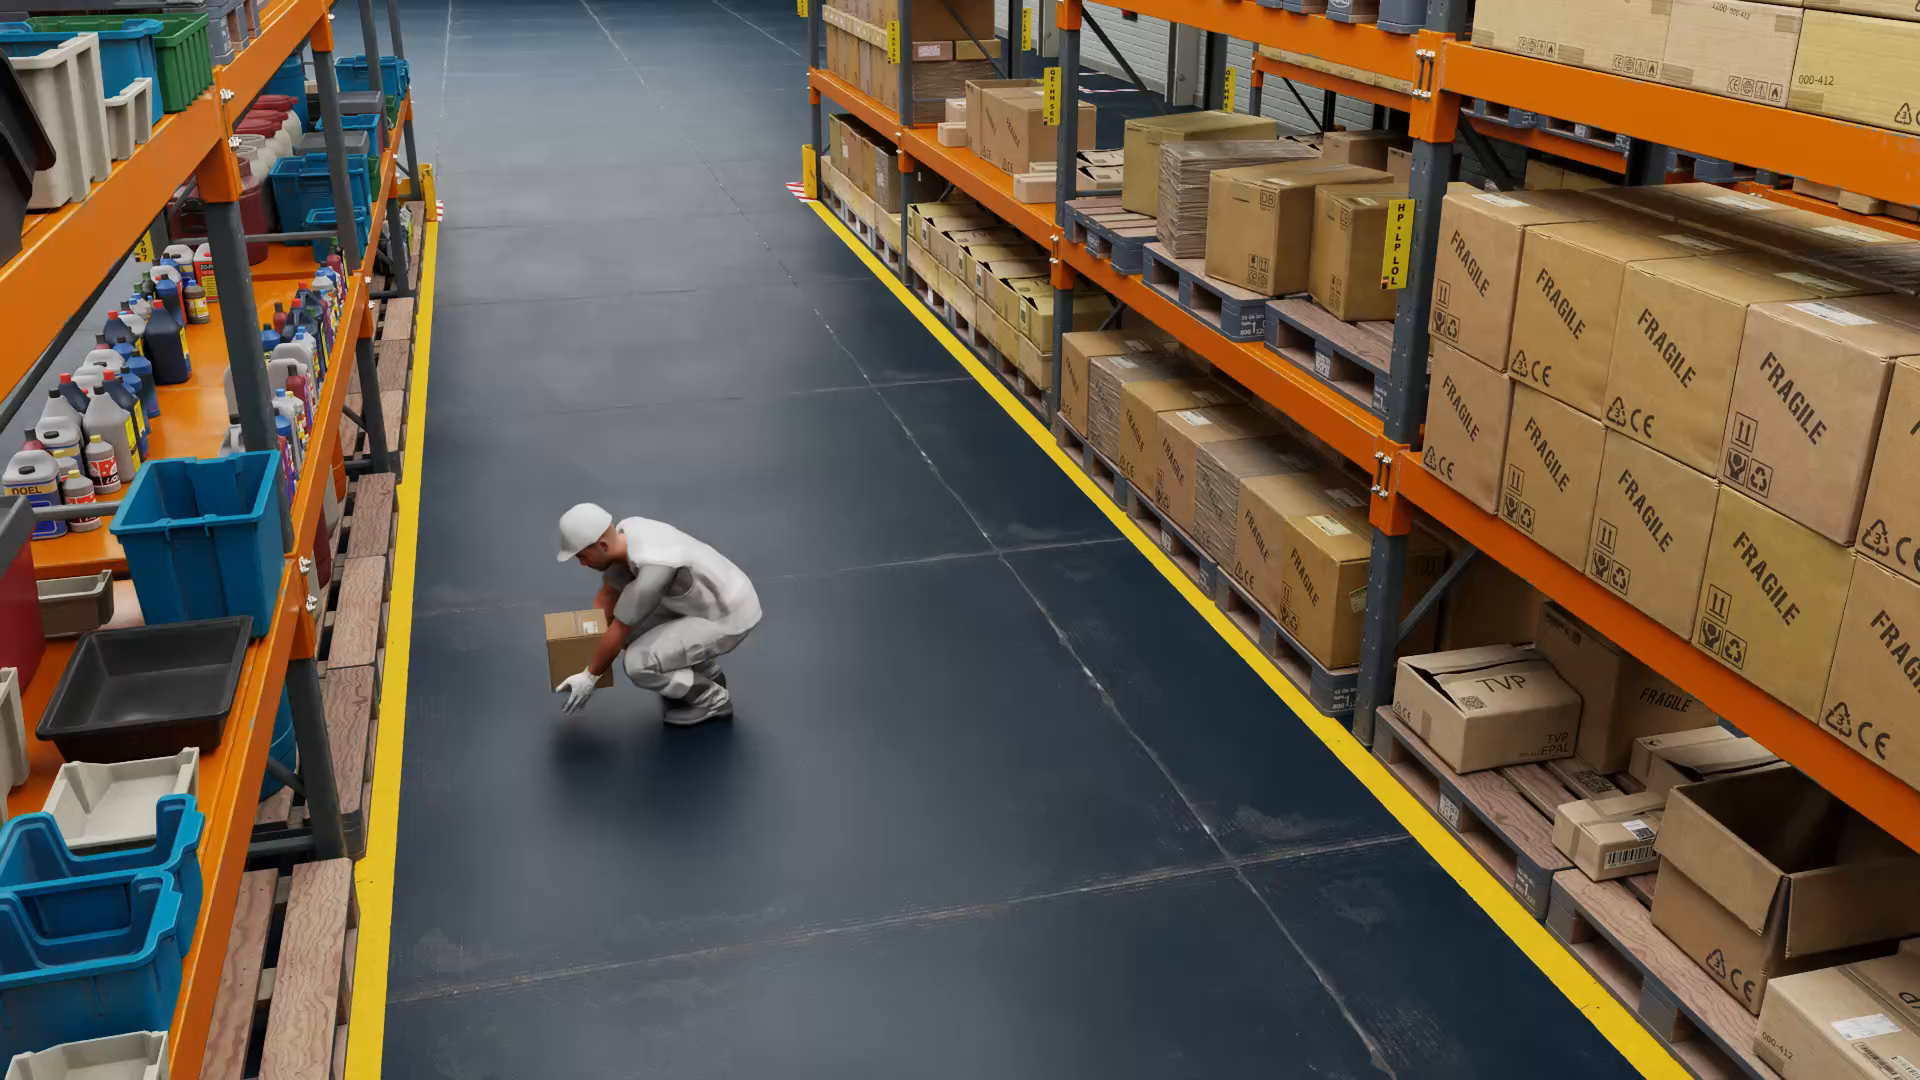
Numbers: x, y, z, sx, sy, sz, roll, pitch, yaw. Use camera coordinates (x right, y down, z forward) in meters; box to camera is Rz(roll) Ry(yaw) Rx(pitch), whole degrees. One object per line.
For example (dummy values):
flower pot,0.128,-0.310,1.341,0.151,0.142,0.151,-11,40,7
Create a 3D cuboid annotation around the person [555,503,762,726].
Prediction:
person,-1.274,0.275,6.943,0.881,0.998,0.552,-6,24,-15
